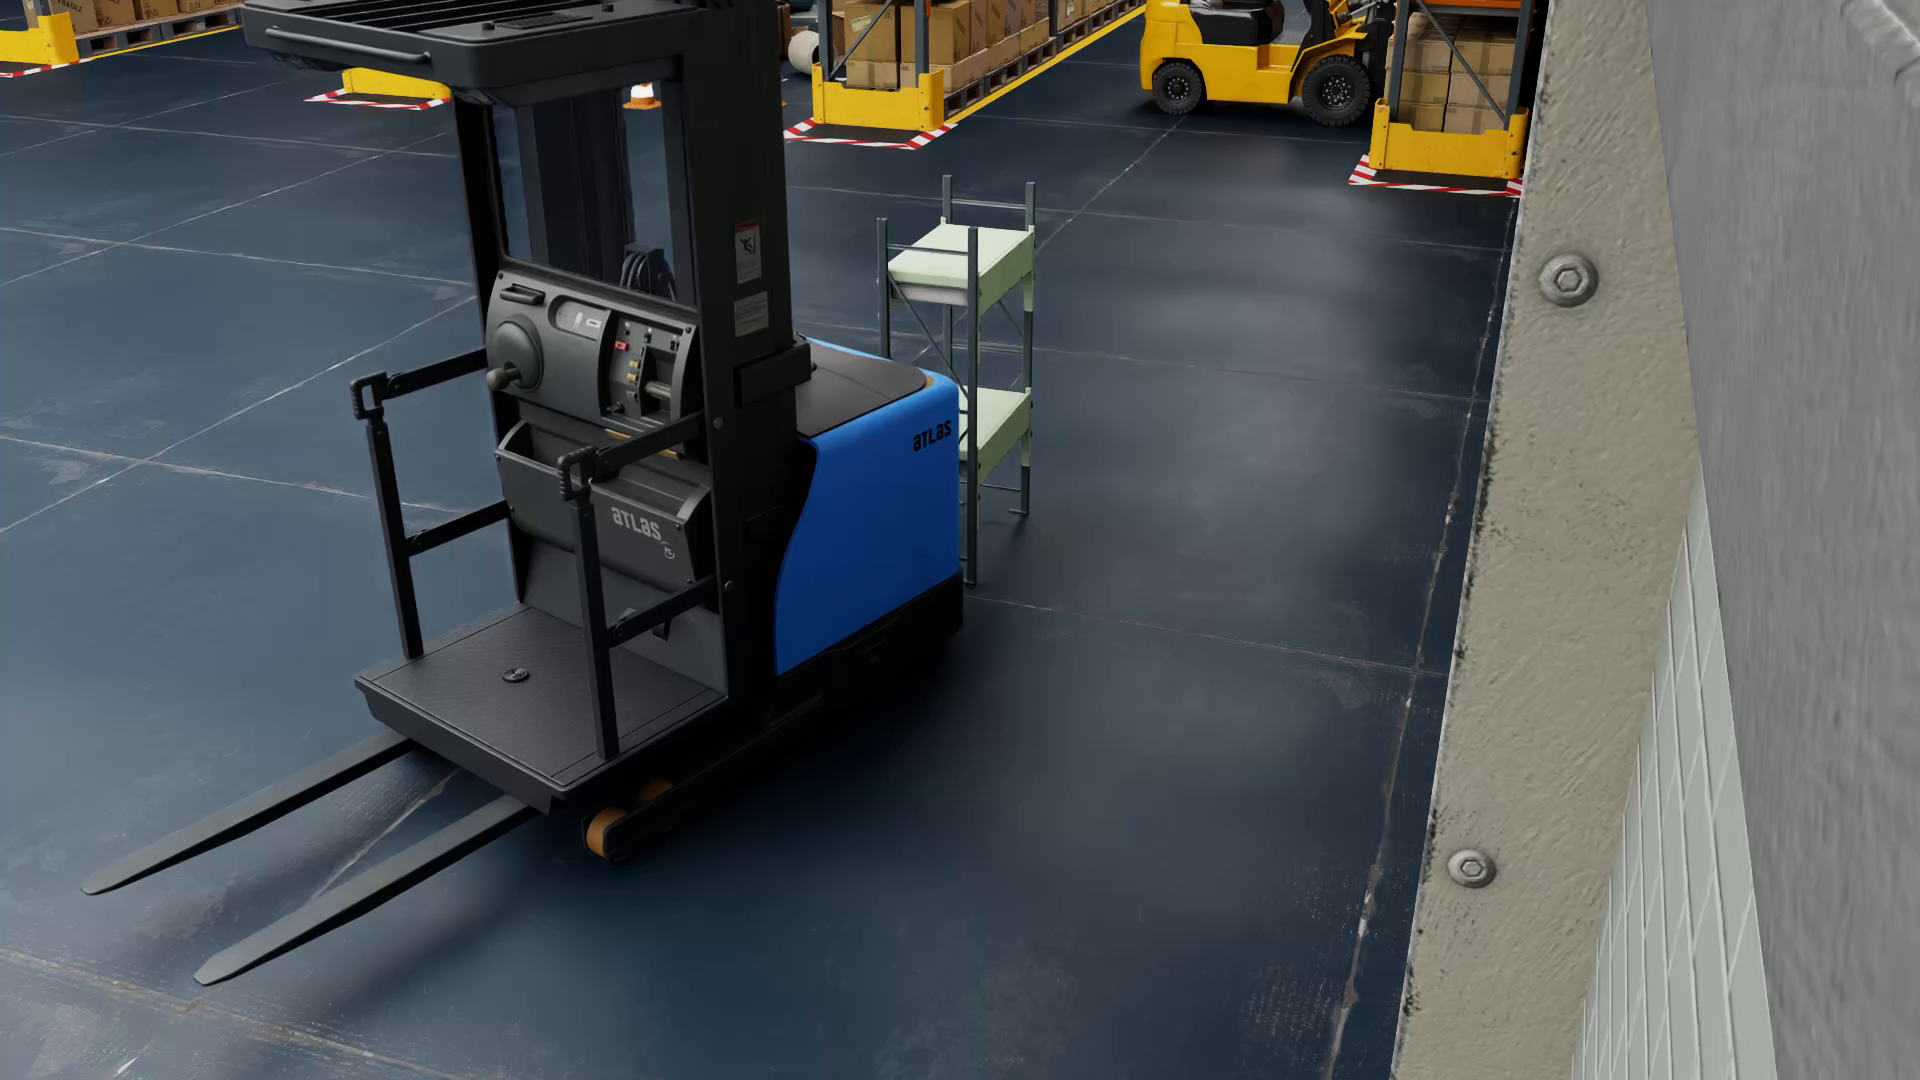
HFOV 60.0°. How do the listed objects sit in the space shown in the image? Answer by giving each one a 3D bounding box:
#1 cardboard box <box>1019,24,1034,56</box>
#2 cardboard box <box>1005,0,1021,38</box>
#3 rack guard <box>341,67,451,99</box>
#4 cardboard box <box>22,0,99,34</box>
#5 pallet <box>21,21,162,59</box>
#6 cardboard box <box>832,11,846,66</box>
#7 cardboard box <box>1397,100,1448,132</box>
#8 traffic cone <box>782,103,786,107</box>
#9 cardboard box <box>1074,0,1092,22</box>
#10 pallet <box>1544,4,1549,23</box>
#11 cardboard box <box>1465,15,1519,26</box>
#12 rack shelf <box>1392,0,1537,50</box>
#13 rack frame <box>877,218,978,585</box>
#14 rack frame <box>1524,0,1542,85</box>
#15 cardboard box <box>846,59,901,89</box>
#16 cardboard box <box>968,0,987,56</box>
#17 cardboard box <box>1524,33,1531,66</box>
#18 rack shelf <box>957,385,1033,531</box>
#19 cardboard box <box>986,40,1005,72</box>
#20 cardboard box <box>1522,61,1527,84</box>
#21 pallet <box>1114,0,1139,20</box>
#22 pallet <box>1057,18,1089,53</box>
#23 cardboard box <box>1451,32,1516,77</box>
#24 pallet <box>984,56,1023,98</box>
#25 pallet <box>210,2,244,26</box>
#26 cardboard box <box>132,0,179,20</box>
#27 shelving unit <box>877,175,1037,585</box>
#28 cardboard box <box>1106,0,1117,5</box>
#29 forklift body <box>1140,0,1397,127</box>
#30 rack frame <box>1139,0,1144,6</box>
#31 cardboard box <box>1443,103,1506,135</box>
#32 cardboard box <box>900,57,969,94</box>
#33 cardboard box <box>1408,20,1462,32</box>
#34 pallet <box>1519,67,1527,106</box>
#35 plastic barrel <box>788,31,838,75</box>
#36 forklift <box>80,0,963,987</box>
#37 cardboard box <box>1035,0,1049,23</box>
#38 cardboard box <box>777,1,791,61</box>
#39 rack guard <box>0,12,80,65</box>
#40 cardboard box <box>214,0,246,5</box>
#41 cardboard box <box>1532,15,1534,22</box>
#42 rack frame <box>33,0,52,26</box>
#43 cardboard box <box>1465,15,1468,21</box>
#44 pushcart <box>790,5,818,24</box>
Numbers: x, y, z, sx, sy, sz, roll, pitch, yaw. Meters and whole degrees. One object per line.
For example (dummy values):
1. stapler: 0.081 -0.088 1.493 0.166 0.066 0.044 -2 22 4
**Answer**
1. cardboard box: 0.458 -5.172 17.164 0.500 0.250 0.500 8 27 16
2. cardboard box: 0.289 -5.311 16.589 0.500 0.500 0.500 10 28 20
3. rack guard: -5.471 -4.620 16.219 1.175 0.500 0.348 9 27 17
4. cardboard box: -9.884 -5.834 18.244 0.500 0.500 0.500 14 29 27
5. pallet: -9.778 -5.621 18.617 1.003 0.211 1.213 9 27 17
6. cardboard box: -1.071 -5.356 17.735 0.500 0.500 0.500 -14 29 -27
7. cardboard box: 3.778 -3.551 13.816 0.500 0.250 0.500 9 27 18
8. traffic cone: -1.835 -4.301 15.602 0.336 0.463 0.334 9 27 17
9. cardboard box: 0.977 -6.241 19.231 0.950 0.372 0.625 11 28 21
10. pallet: 6.866 -6.695 20.835 1.003 0.211 1.213 9 27 17
11. cardboard box: 4.598 -4.342 14.302 0.500 0.250 0.500 9 27 17
12. rack shelf: 4.586 -4.859 14.669 1.077 0.370 4.000 9 27 17
13. rack frame: -0.124 -0.522 6.607 0.400 1.500 0.023 9 27 17
14. rack frame: 5.251 -6.005 16.210 1.000 3.000 0.127 9 27 17
15. cardboard box: -0.739 -4.412 15.593 0.500 0.250 0.500 9 27 17
16. cardboard box: -0.056 -4.885 15.710 0.500 0.500 0.500 8 27 16
17. cardboard box: 4.957 -4.530 15.263 0.500 0.250 0.500 9 27 17
18. rack shelf: -0.002 -0.379 7.060 0.431 0.370 0.720 9 27 17
19. cardboard box: 0.114 -4.757 16.306 0.500 0.250 0.500 11 28 21
20. cardboard box: 5.119 -4.518 15.813 0.500 0.250 0.500 9 27 17
21. pallet: 1.639 -6.791 21.033 1.003 0.211 1.213 9 27 17
22. pallet: 0.827 -5.788 18.962 1.003 0.211 1.213 9 27 17
23. cardboard box: 4.258 -3.932 13.456 0.500 0.250 0.500 8 27 17
24. pallet: -0.025 -4.684 16.681 1.003 0.211 1.213 9 27 17
25. pallet: -8.966 -6.624 20.688 1.003 0.211 1.213 9 27 17
26. cardboard box: -9.491 -6.339 19.288 0.500 0.500 0.500 11 28 22
27. shelving unit: -0.002 -0.672 6.917 0.431 1.500 0.755 9 27 17
28. cardboard box: 1.465 -6.838 20.464 0.950 0.372 0.625 8 27 16
29. forklift body: 2.831 -5.023 15.155 2.313 2.155 1.214 9 27 17
30. rack frame: 1.900 -8.367 21.088 1.000 3.000 0.127 9 27 17
31. cardboard box: 4.268 -3.486 13.681 0.500 0.250 0.500 9 27 18
32. cardboard box: -0.233 -4.322 15.408 0.500 0.250 0.500 9 27 17
33. cardboard box: 3.944 -4.207 14.024 0.500 0.250 0.500 9 27 18
34. pallet: 4.947 -4.429 16.155 1.003 0.211 1.213 9 27 17
35. plastic barrel: -1.502 -4.988 17.066 0.421 0.421 0.512 -14 29 -27
36. forklift: -1.294 -0.563 5.050 1.130 2.935 3.031 19 32 34
37. cardboard box: 0.625 -5.730 17.455 0.500 0.500 0.500 8 27 17
38. cardboard box: -2.262 -5.491 17.858 0.797 0.637 0.503 9 27 17
39. rack guard: -10.082 -5.422 17.875 1.175 0.500 0.348 9 27 17
40. cardboard box: -9.130 -6.829 20.299 0.500 0.500 0.500 19 32 34
41. cardboard box: 5.282 -4.951 16.134 0.500 0.250 0.500 8 27 16
42. rack frame: -10.107 -6.516 17.266 1.000 3.000 0.127 9 27 17
43. cardboard box: 4.278 -4.623 14.883 0.500 0.250 0.500 8 27 16
44. pushcart: -1.598 -5.853 18.905 1.648 0.377 0.936 0 26 -1
